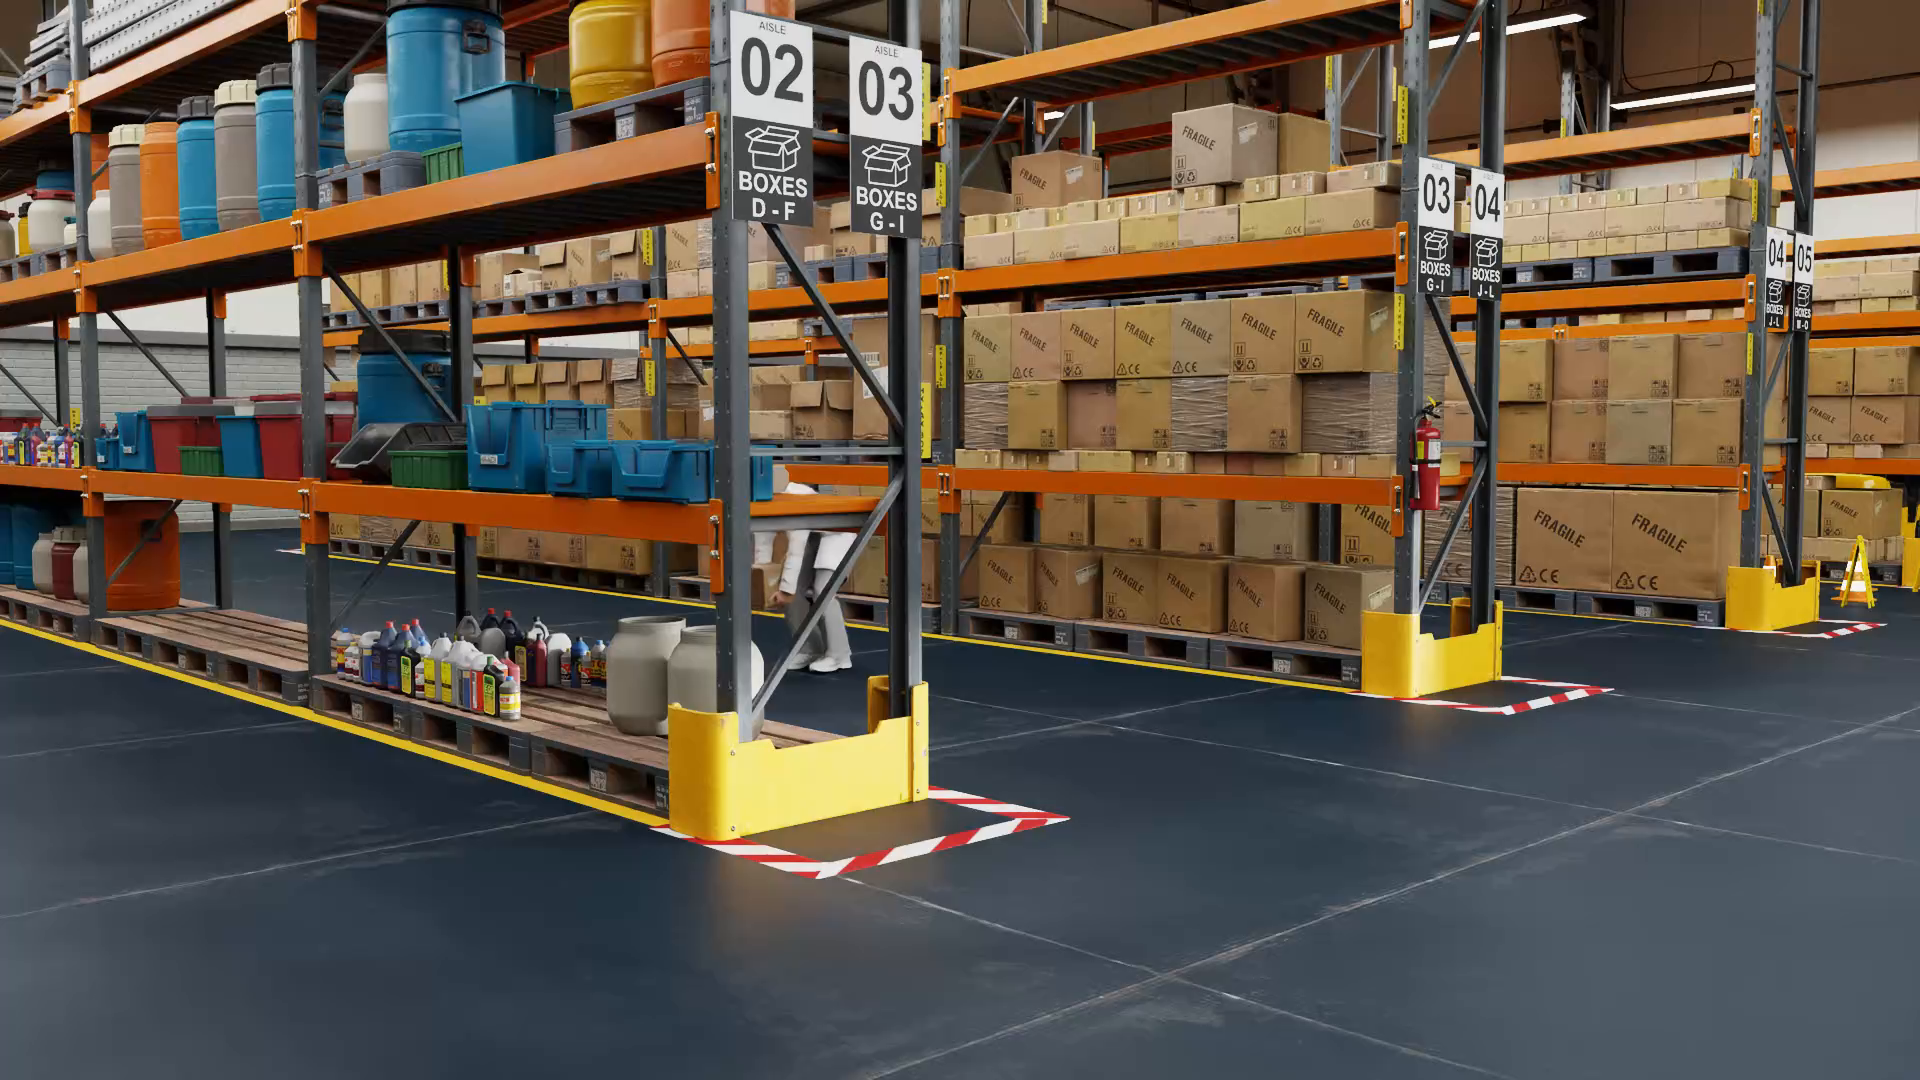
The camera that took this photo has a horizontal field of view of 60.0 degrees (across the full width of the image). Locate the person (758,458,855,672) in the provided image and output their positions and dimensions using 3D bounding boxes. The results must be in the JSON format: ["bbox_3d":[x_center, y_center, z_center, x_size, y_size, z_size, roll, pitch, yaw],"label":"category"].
[{"bbox_3d":[-1.071,0.143,10.973,0.553,1.464,0.833,4,5,44],"label":"person"}]
